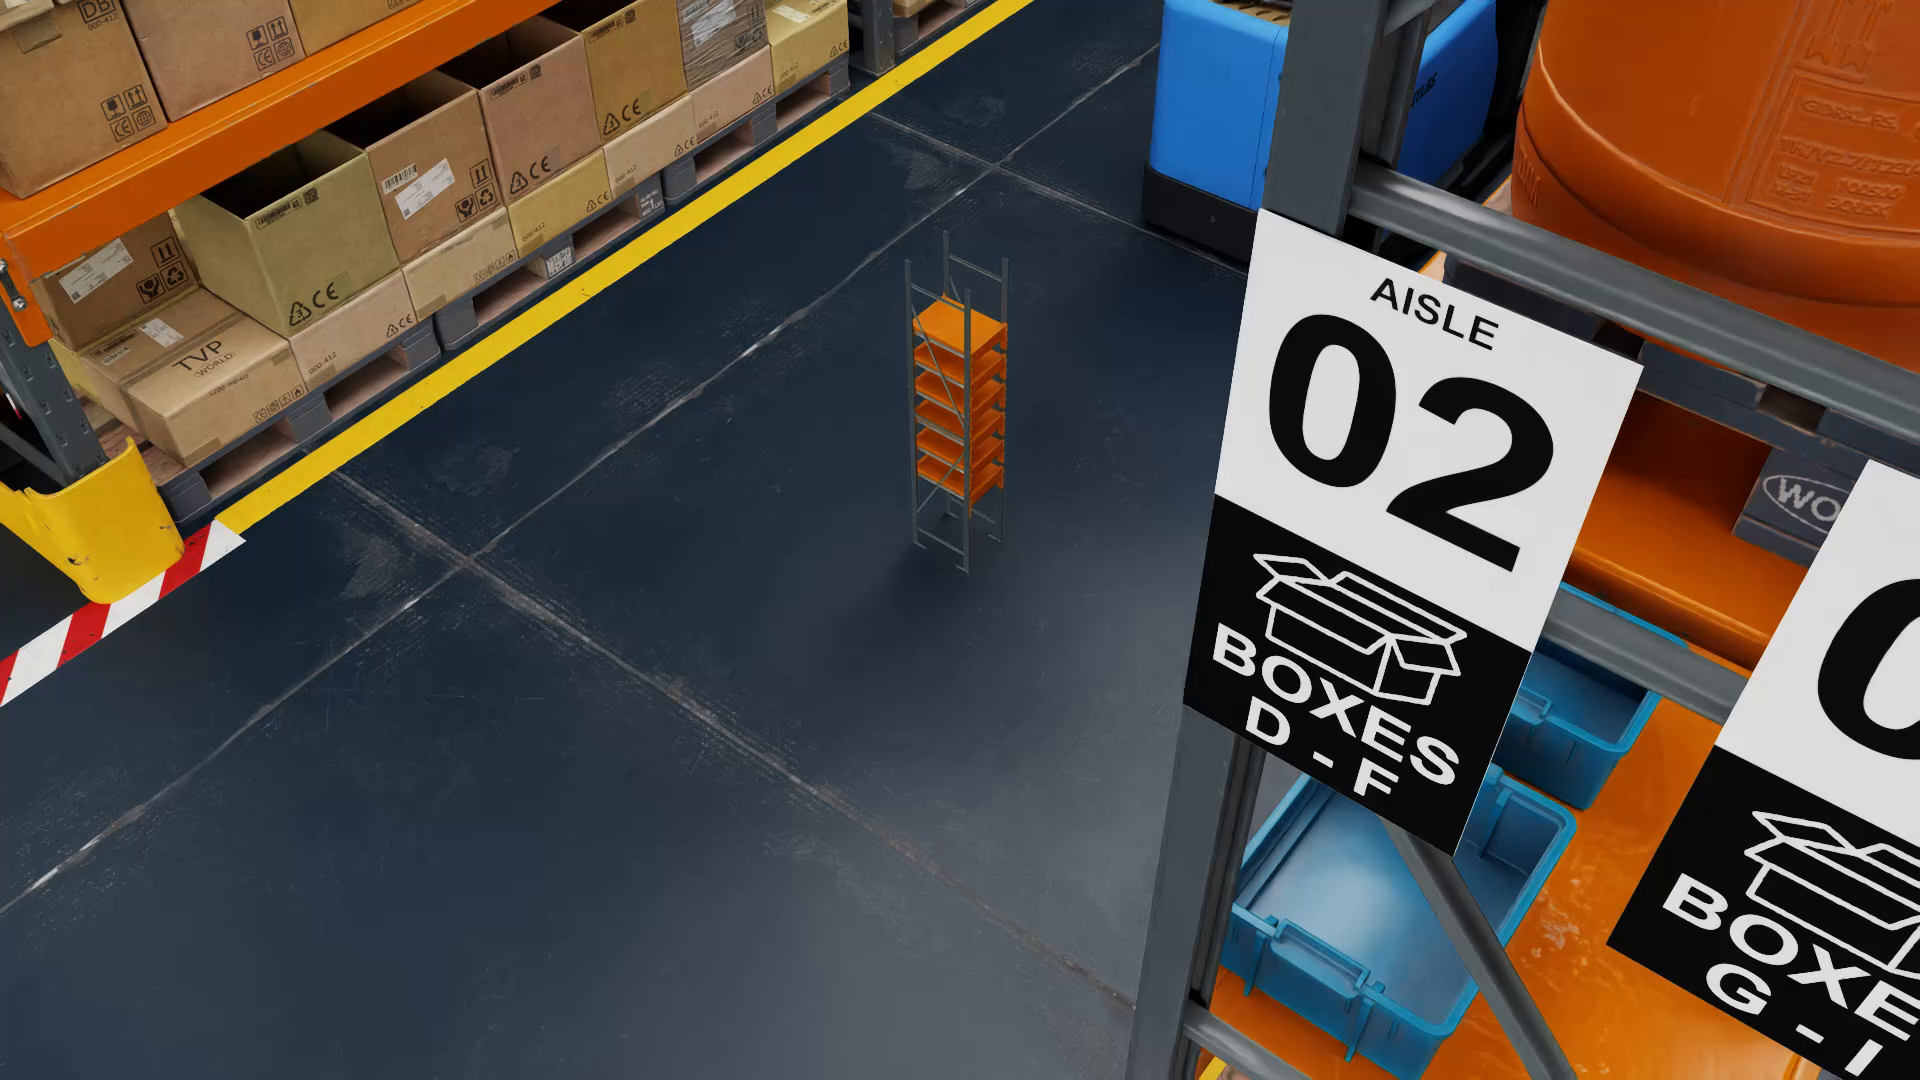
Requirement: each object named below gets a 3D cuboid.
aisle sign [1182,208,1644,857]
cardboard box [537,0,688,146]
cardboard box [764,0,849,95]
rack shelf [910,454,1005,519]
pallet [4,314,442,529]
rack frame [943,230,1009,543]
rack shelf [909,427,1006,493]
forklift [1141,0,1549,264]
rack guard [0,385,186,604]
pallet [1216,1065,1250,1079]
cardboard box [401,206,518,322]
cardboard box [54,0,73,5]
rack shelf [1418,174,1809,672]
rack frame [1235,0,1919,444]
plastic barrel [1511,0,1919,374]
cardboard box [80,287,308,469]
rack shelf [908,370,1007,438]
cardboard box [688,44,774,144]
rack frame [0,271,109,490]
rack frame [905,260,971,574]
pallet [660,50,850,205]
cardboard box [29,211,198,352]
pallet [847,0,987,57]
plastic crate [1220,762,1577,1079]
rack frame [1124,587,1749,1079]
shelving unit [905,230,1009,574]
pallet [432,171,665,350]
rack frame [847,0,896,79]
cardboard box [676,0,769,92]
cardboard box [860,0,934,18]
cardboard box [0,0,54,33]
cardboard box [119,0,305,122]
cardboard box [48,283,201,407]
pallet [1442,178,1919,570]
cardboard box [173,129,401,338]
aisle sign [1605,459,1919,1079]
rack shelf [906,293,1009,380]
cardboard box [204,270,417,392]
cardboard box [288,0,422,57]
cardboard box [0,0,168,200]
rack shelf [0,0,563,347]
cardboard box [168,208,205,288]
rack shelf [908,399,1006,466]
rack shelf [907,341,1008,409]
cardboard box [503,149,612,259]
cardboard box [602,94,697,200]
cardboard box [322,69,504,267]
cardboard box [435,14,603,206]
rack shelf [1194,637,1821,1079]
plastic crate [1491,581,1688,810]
[{"bbox_3d":[0.452,0.031,1.848,0.394,0.787,0.004,29,53,25],"label":"aisle sign"},{"bbox_3d":[-1.469,-1.985,6.664,0.500,0.500,0.500,29,53,25],"label":"cardboard box"},{"bbox_3d":[-0.851,-2.295,7.479,0.500,0.250,0.500,29,53,25],"label":"cardboard box"},{"bbox_3d":[-0.009,-0.210,5.514,0.258,0.103,0.180,29,53,25],"label":"rack shelf"},{"bbox_3d":[-2.752,-0.666,6.240,1.003,0.211,1.213,29,53,25],"label":"pallet"},{"bbox_3d":[0.047,-0.459,5.358,0.240,1.200,0.006,29,53,25],"label":"rack frame"},{"bbox_3d":[-0.009,-0.293,5.427,0.258,0.103,0.180,29,53,25],"label":"rack shelf"},{"bbox_3d":[2.041,-2.976,6.566,1.130,2.935,3.031,28,53,24],"label":"forklift"},{"bbox_3d":[-3.201,-0.296,5.687,1.175,0.500,0.348,29,53,25],"label":"rack guard"},{"bbox_3d":[1.242,1.456,4.213,1.003,0.211,1.213,29,53,25],"label":"pallet"},{"bbox_3d":[-2.073,-1.150,6.385,0.500,0.250,0.500,29,53,25],"label":"cardboard box"},{"bbox_3d":[-2.616,-1.713,4.794,0.380,0.149,0.250,28,52,24],"label":"cardboard box"},{"bbox_3d":[1.954,-0.913,2.971,1.077,0.370,4.000,29,53,25],"label":"rack shelf"},{"bbox_3d":[0.732,-1.053,0.533,1.000,3.000,0.127,29,53,25],"label":"rack frame"},{"bbox_3d":[0.928,-0.644,1.629,0.600,0.830,0.708,29,53,25],"label":"plastic barrel"},{"bbox_3d":[-2.682,-0.576,5.837,0.500,0.250,0.500,29,53,25],"label":"cardboard box"},{"bbox_3d":[-0.009,-0.458,5.254,0.258,0.103,0.180,29,53,25],"label":"rack shelf"},{"bbox_3d":[-1.164,-2.013,7.210,0.500,0.250,0.500,29,53,25],"label":"cardboard box"},{"bbox_3d":[-3.186,-1.173,4.796,1.000,3.000,0.127,29,53,25],"label":"rack frame"},{"bbox_3d":[-0.065,-0.354,5.258,0.240,1.200,0.006,29,53,25],"label":"rack frame"},{"bbox_3d":[-1.260,-2.062,7.574,1.003,0.211,1.213,29,53,25],"label":"pallet"},{"bbox_3d":[-3.094,-1.065,5.786,0.500,0.500,0.500,29,53,25],"label":"cardboard box"},{"bbox_3d":[-0.321,-2.937,8.410,1.003,0.211,1.213,29,53,25],"label":"pallet"},{"bbox_3d":[0.801,0.652,3.156,0.499,0.251,0.616,29,53,25],"label":"plastic crate"},{"bbox_3d":[0.732,1.019,2.702,1.000,3.000,0.127,29,53,25],"label":"rack frame"},{"bbox_3d":[-0.009,-0.406,5.308,0.258,1.200,0.189,29,53,25],"label":"shelving unit"},{"bbox_3d":[-2.005,-1.361,6.904,1.003,0.211,1.213,29,53,25],"label":"pallet"},{"bbox_3d":[-0.740,-3.462,6.982,1.000,3.000,0.127,29,53,25],"label":"rack frame"},{"bbox_3d":[-1.166,-2.273,6.939,0.500,0.500,0.500,29,53,25],"label":"cardboard box"},{"bbox_3d":[-0.298,-2.778,7.940,0.500,0.250,0.500,28,52,24],"label":"cardboard box"},{"bbox_3d":[-2.776,-1.561,4.649,0.380,0.149,0.250,29,53,25],"label":"cardboard box"},{"bbox_3d":[-2.573,-1.771,5.299,0.700,0.500,0.500,31,53,26],"label":"cardboard box"},{"bbox_3d":[-3.092,-0.805,6.056,0.500,0.250,0.500,29,53,25],"label":"cardboard box"},{"bbox_3d":[1.315,-0.382,2.096,1.003,0.211,1.213,29,53,25],"label":"pallet"},{"bbox_3d":[-2.378,-1.122,5.840,0.500,0.500,0.500,29,53,25],"label":"cardboard box"},{"bbox_3d":[0.919,0.292,1.599,0.394,0.787,0.004,29,53,25],"label":"aisle sign"},{"bbox_3d":[-0.009,-0.624,5.080,0.258,0.103,0.180,29,53,25],"label":"rack shelf"},{"bbox_3d":[-2.379,-0.864,6.112,0.500,0.250,0.500,29,53,25],"label":"cardboard box"},{"bbox_3d":[-2.265,-2.053,5.567,0.700,0.500,0.500,30,53,25],"label":"cardboard box"},{"bbox_3d":[-2.890,-1.469,5.009,0.700,0.500,0.500,29,53,25],"label":"cardboard box"},{"bbox_3d":[-1.963,-2.069,6.149,1.077,0.370,4.000,29,53,25],"label":"rack shelf"},{"bbox_3d":[-2.796,-1.097,6.335,0.500,0.250,0.500,29,53,25],"label":"cardboard box"},{"bbox_3d":[-0.009,-0.375,5.340,0.258,0.103,0.180,29,53,25],"label":"rack shelf"},{"bbox_3d":[-0.009,-0.541,5.167,0.258,0.103,0.180,29,53,25],"label":"rack shelf"},{"bbox_3d":[-1.764,-1.434,6.657,0.500,0.250,0.500,29,53,25],"label":"cardboard box"},{"bbox_3d":[-1.458,-1.720,6.930,0.500,0.250,0.500,29,53,25],"label":"cardboard box"},{"bbox_3d":[-2.082,-1.414,6.119,0.500,0.500,0.500,29,53,25],"label":"cardboard box"},{"bbox_3d":[-1.763,-1.693,6.385,0.500,0.500,0.500,29,53,25],"label":"cardboard box"},{"bbox_3d":[1.954,0.123,4.055,1.077,0.370,4.000,29,53,25],"label":"rack shelf"},{"bbox_3d":[1.202,0.283,3.508,0.499,0.251,0.408,29,53,25],"label":"plastic crate"}]
